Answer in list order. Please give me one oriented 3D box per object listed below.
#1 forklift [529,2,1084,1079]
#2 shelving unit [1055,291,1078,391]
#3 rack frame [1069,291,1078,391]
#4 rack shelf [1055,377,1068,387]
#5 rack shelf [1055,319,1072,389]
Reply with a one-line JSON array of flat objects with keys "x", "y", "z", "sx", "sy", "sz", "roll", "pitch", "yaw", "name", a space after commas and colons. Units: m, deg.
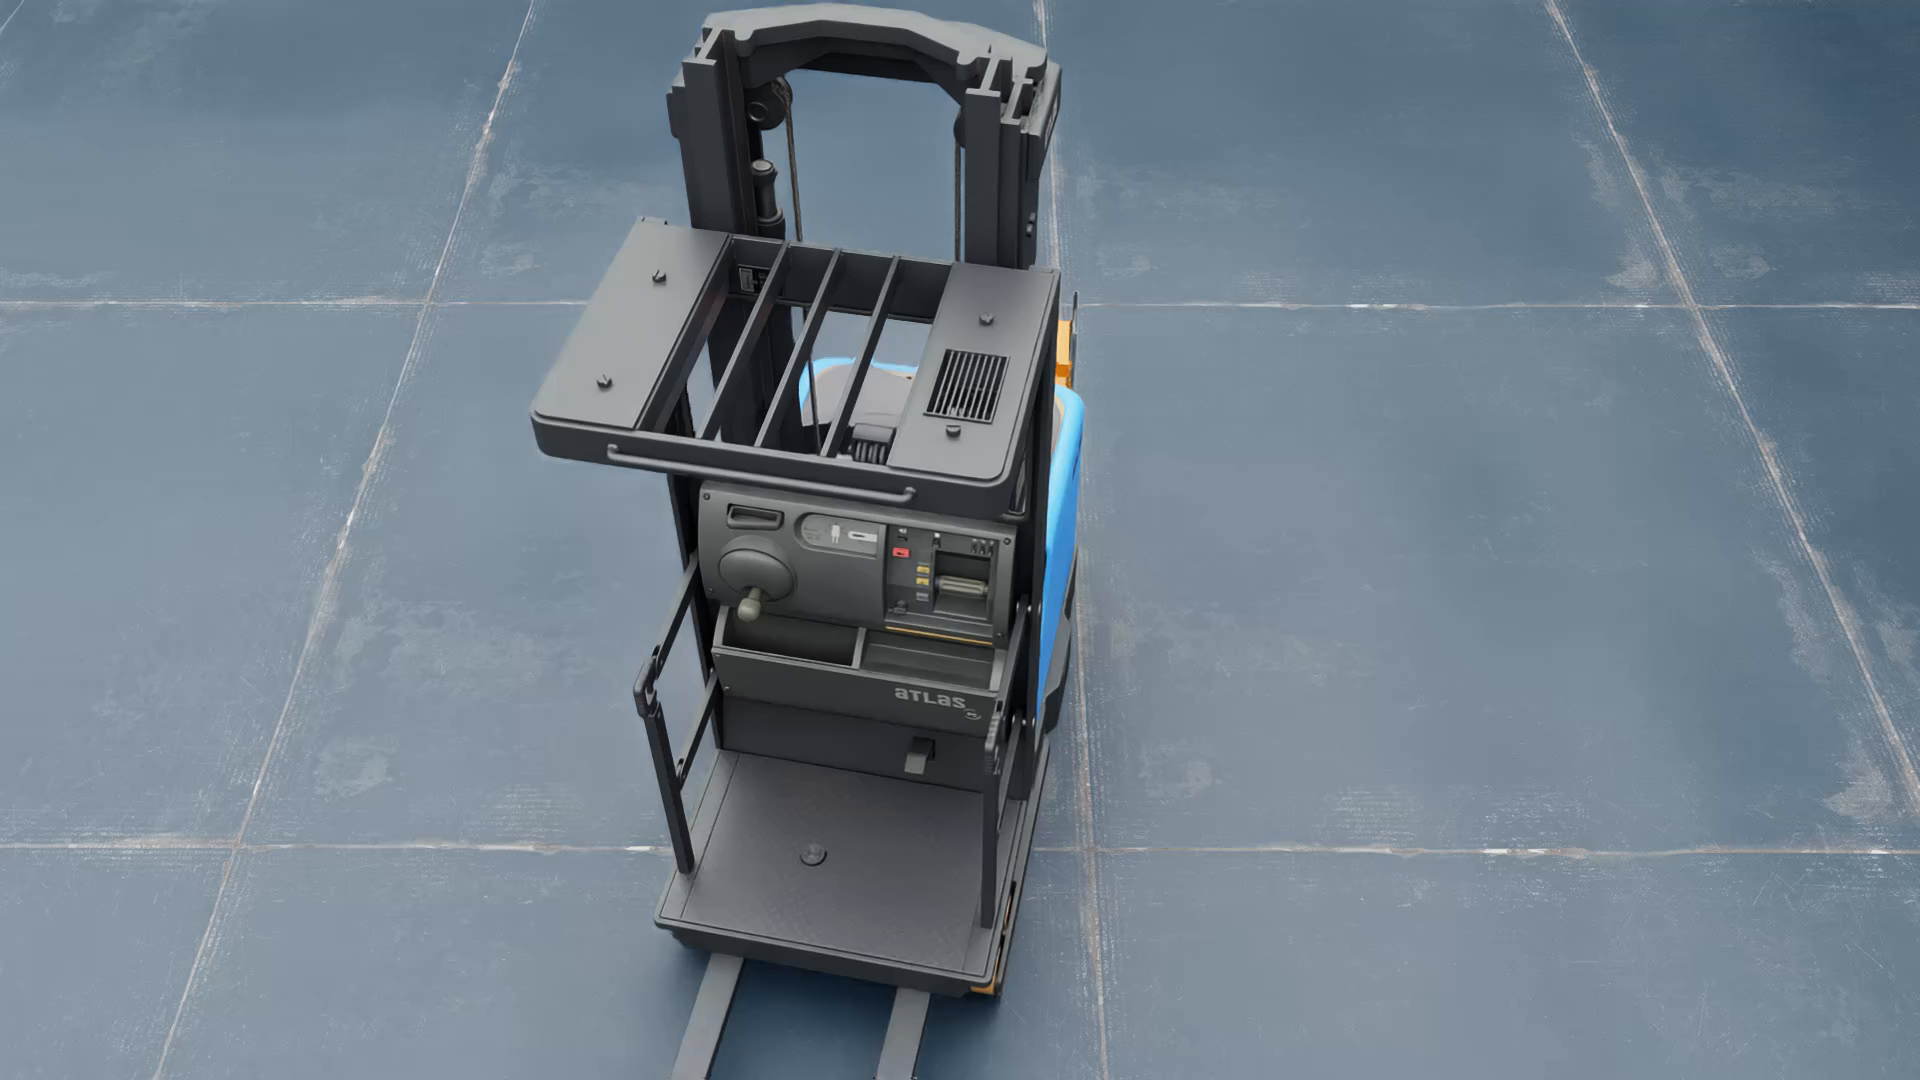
[{"x": -0.344, "y": 0.180, "z": 4.660, "sx": 1.130, "sy": 2.935, "sz": 3.031, "roll": 8, "pitch": 48, "yaw": 8, "name": "forklift"}, {"x": 0.170, "y": -0.420, "z": 6.402, "sx": 0.503, "sy": 1.200, "sz": 0.258, "roll": 3, "pitch": 47, "yaw": 2, "name": "shelving unit"}, {"x": 0.413, "y": -0.408, "z": 6.391, "sx": 0.015, "sy": 1.200, "sz": 0.240, "roll": 3, "pitch": 47, "yaw": 2, "name": "rack frame"}, {"x": 0.170, "y": -0.526, "z": 6.287, "sx": 0.480, "sy": 0.148, "sz": 0.258, "roll": 3, "pitch": 47, "yaw": 2, "name": "rack shelf"}, {"x": 0.170, "y": -0.687, "z": 6.114, "sx": 0.480, "sy": 0.148, "sz": 0.258, "roll": 3, "pitch": 47, "yaw": 2, "name": "rack shelf"}]
